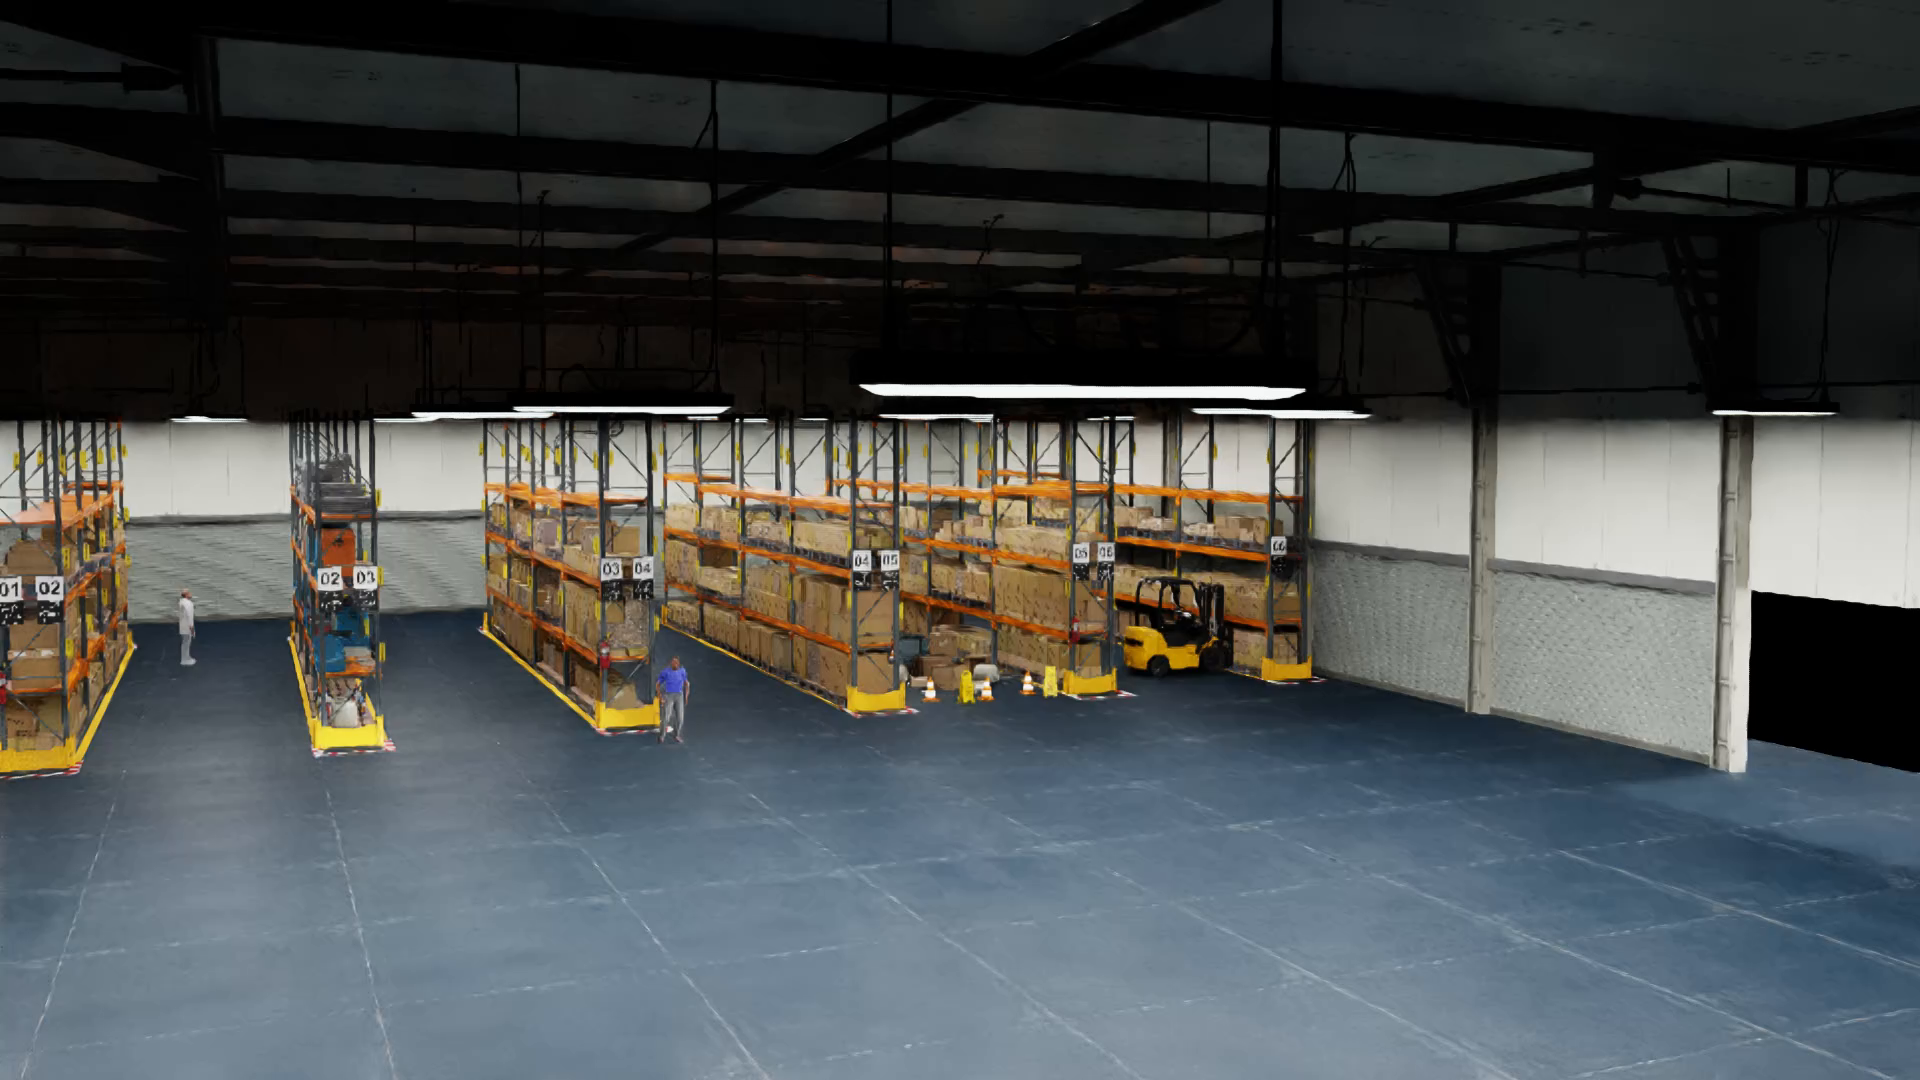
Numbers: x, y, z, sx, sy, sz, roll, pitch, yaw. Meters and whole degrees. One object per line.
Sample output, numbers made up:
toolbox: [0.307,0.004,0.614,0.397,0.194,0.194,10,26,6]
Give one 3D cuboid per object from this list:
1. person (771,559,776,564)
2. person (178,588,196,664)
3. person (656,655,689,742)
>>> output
person: [-5.536,1.356,50.777,0.535,1.629,0.602,3,5,36]
person: [-18.392,2.040,39.604,0.445,1.780,0.678,-3,5,-40]
person: [-5.159,2.838,29.850,0.592,1.604,0.513,-2,4,-26]
